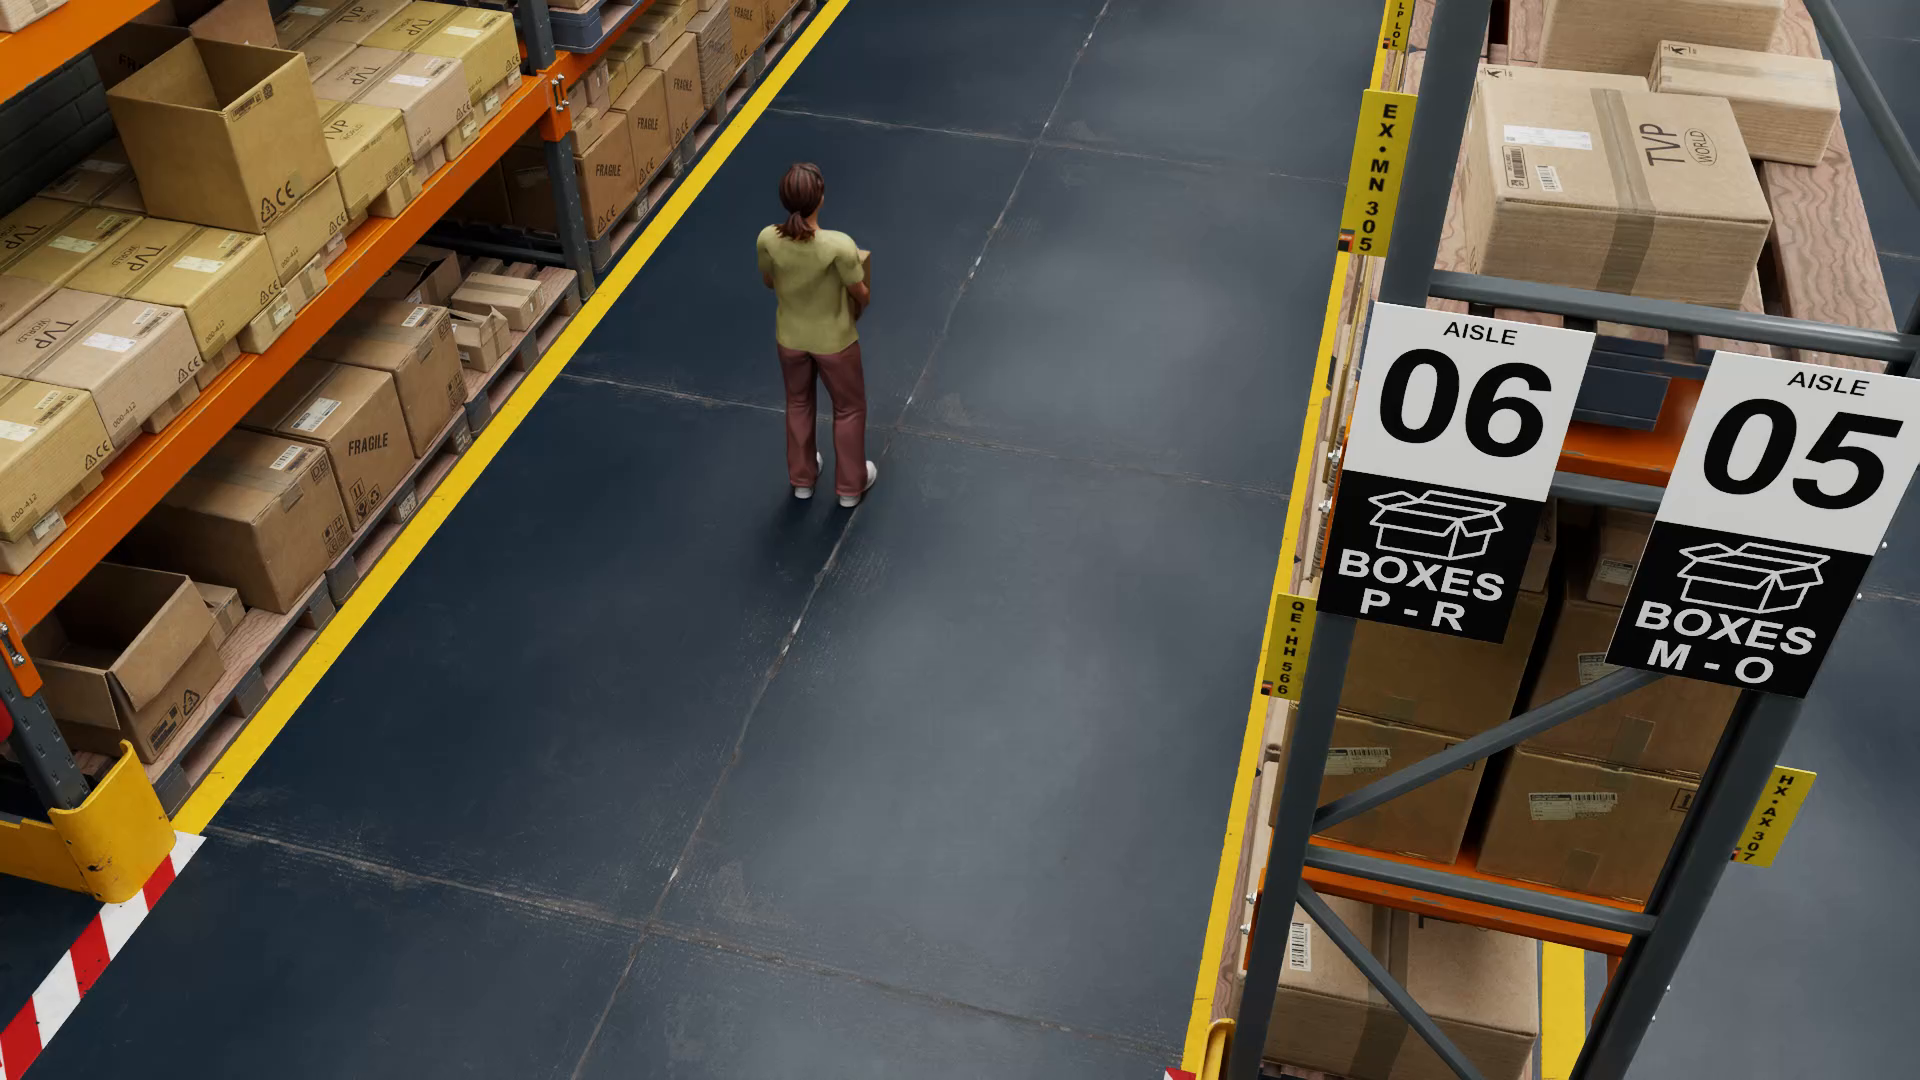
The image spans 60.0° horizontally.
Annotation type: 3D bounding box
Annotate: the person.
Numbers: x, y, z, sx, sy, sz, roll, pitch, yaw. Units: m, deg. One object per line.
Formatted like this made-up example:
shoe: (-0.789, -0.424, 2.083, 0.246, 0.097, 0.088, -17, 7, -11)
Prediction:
person: (-0.602, -0.902, 7.189, 0.459, 1.674, 0.499, 10, 42, 11)
